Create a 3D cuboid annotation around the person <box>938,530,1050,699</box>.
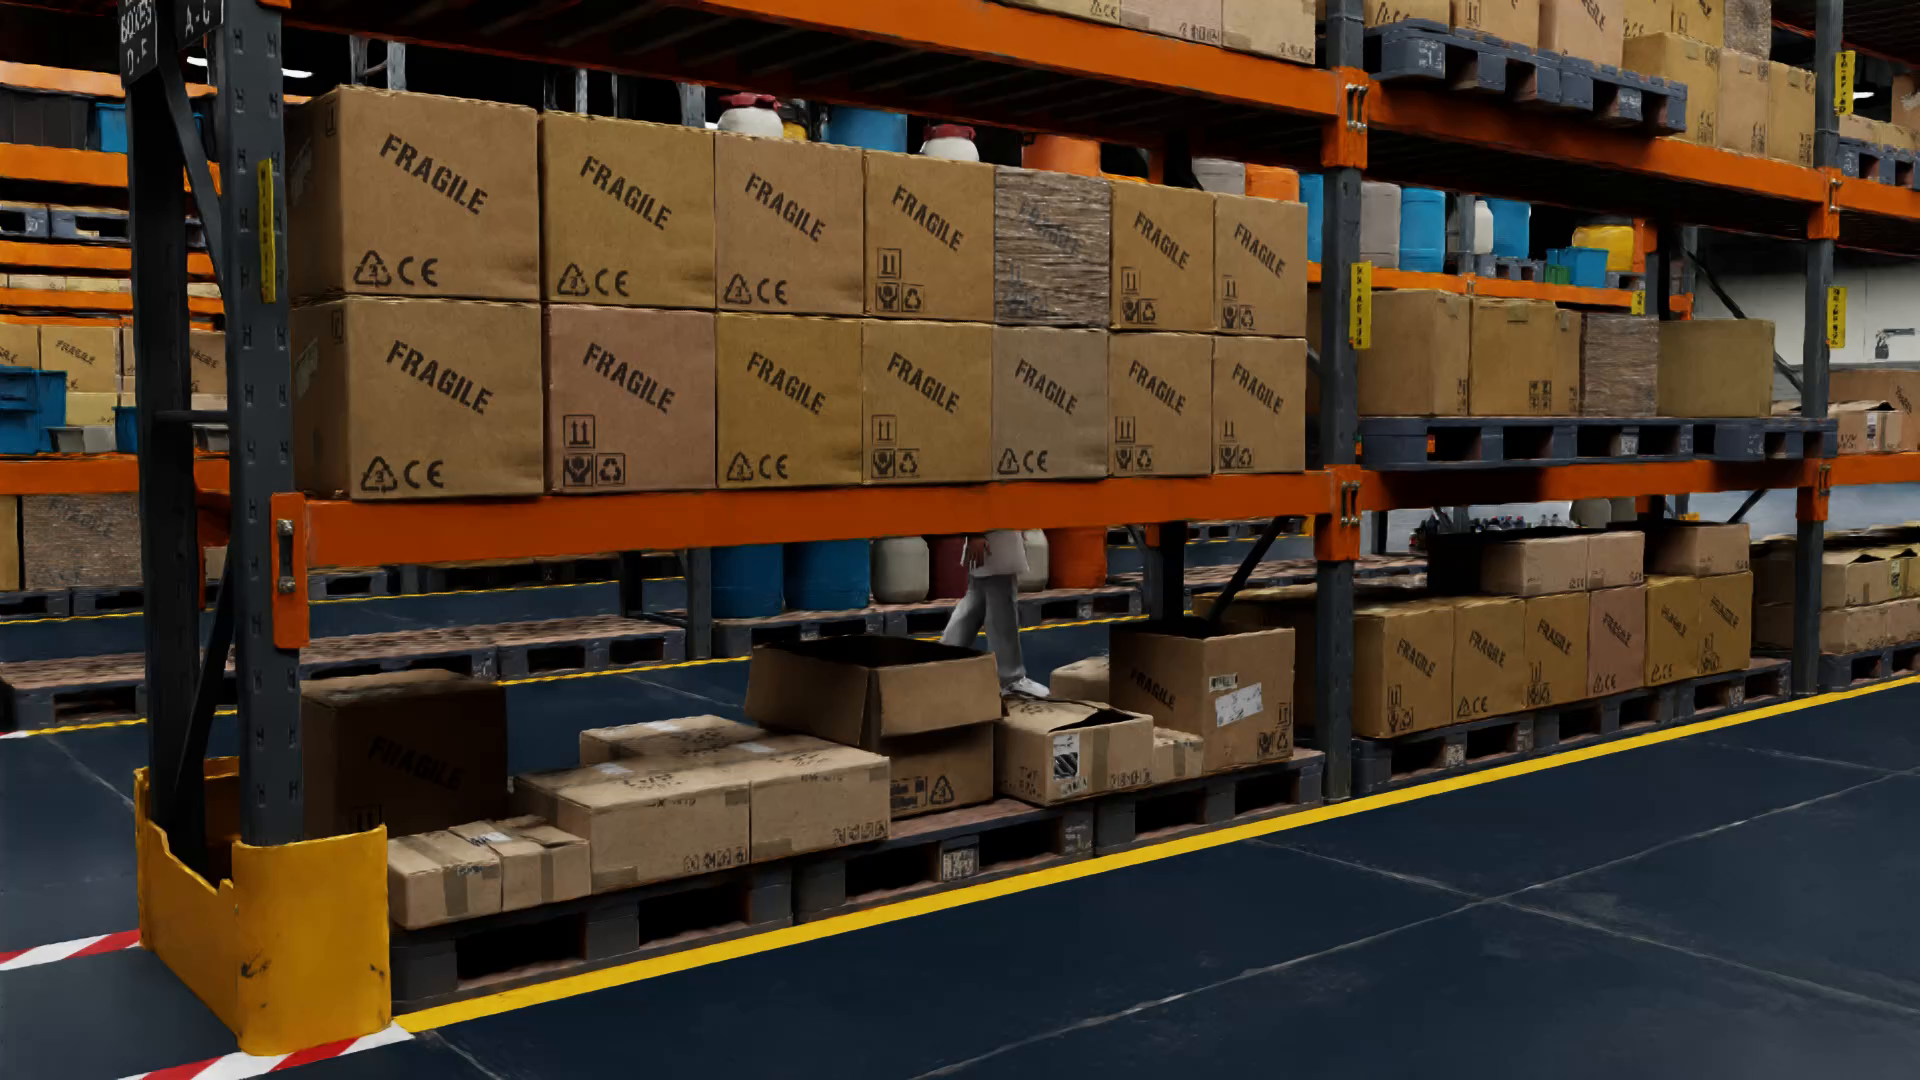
[{"bbox_3d":[0.158,-0.045,9.007,0.709,1.775,0.669,1,4,8],"label":"person"}]
